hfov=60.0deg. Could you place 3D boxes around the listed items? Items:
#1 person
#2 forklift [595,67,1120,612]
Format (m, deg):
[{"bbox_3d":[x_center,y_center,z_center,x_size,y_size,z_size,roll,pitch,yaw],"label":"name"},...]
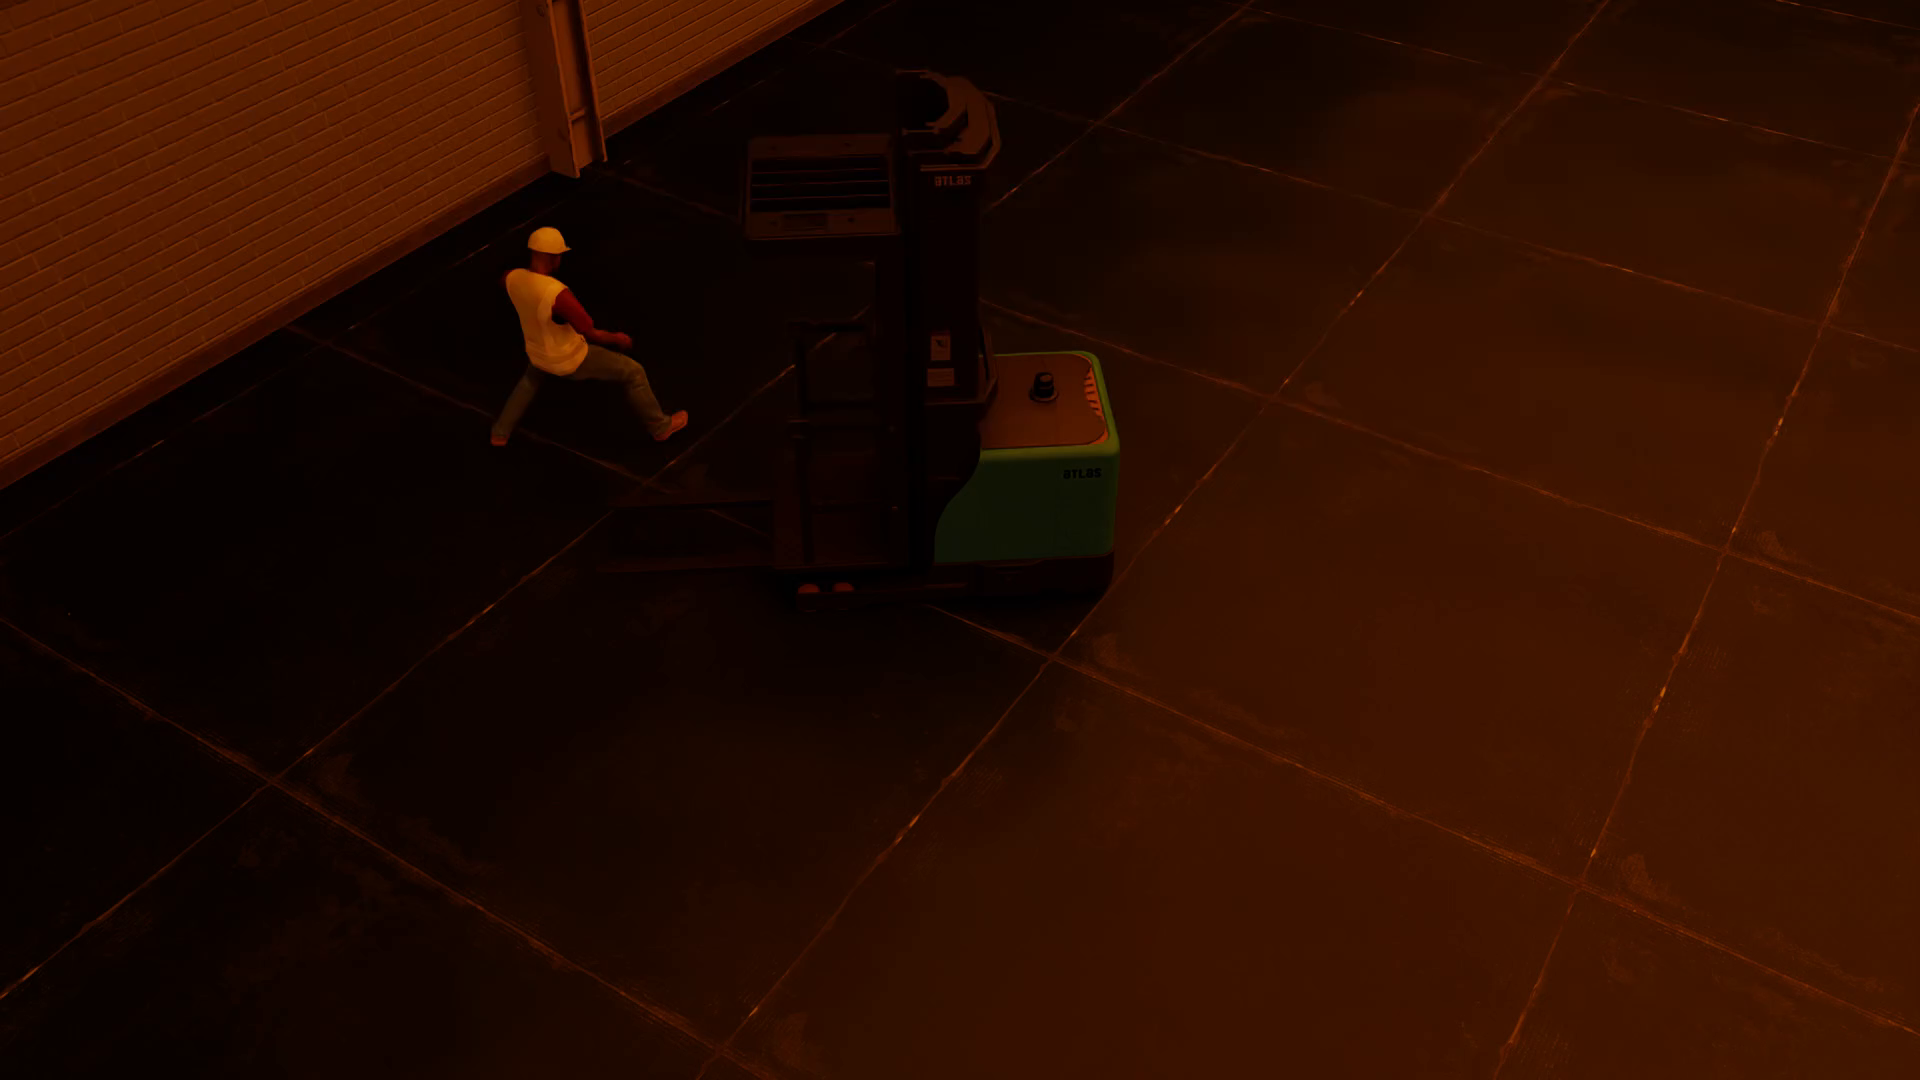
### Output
[{"bbox_3d":[-2.486,-1.304,10.554,1.053,1.598,0.993,26,47,27],"label":"person"},{"bbox_3d":[-0.638,-1.053,9.210,3.031,2.935,1.130,-3,40,-3],"label":"forklift"}]
